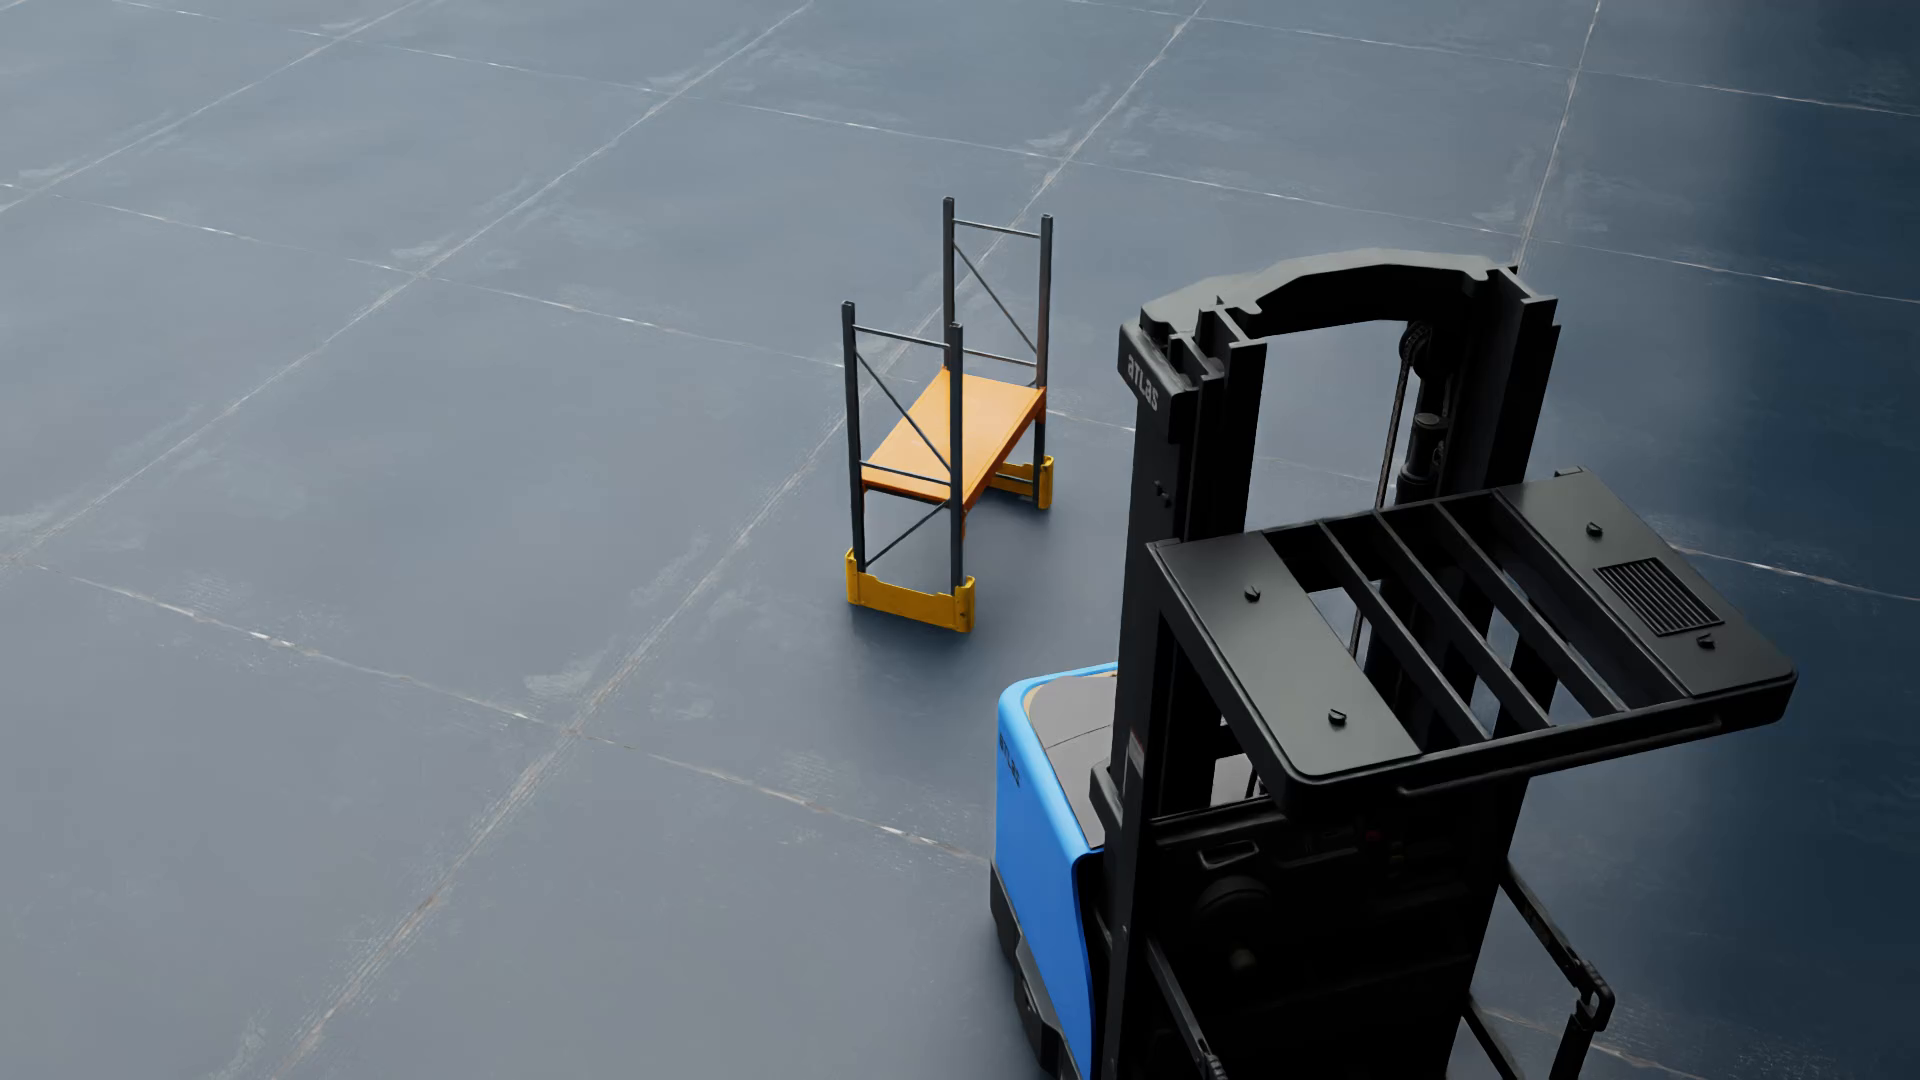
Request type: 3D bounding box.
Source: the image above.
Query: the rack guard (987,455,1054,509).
[{"bbox_3d":[0.160,-0.334,7.988,0.587,0.250,0.087,14,39,18],"label":"rack guard"}]

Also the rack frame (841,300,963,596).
[{"bbox_3d":[-0.226,-0.272,6.861,0.500,1.500,0.032,14,39,18],"label":"rack frame"}]

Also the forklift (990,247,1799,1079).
[{"bbox_3d":[1.004,0.915,4.078,1.130,2.935,3.031,-10,38,-13],"label":"forklift"}]

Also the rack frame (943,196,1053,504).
[{"bbox_3d":[0.161,-0.835,7.614,0.500,1.500,0.032,14,39,18],"label":"rack frame"}]

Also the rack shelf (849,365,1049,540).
[{"bbox_3d":[-0.032,-0.409,7.345,0.538,0.185,1.000,14,39,18],"label":"rack shelf"}]

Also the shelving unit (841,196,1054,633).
[{"bbox_3d":[-0.029,-0.559,7.245,0.587,1.500,1.083,14,39,18],"label":"shelving unit"}]

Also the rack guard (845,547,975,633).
[{"bbox_3d":[-0.218,0.218,7.250,0.587,0.250,0.087,14,39,18],"label":"rack guard"}]
